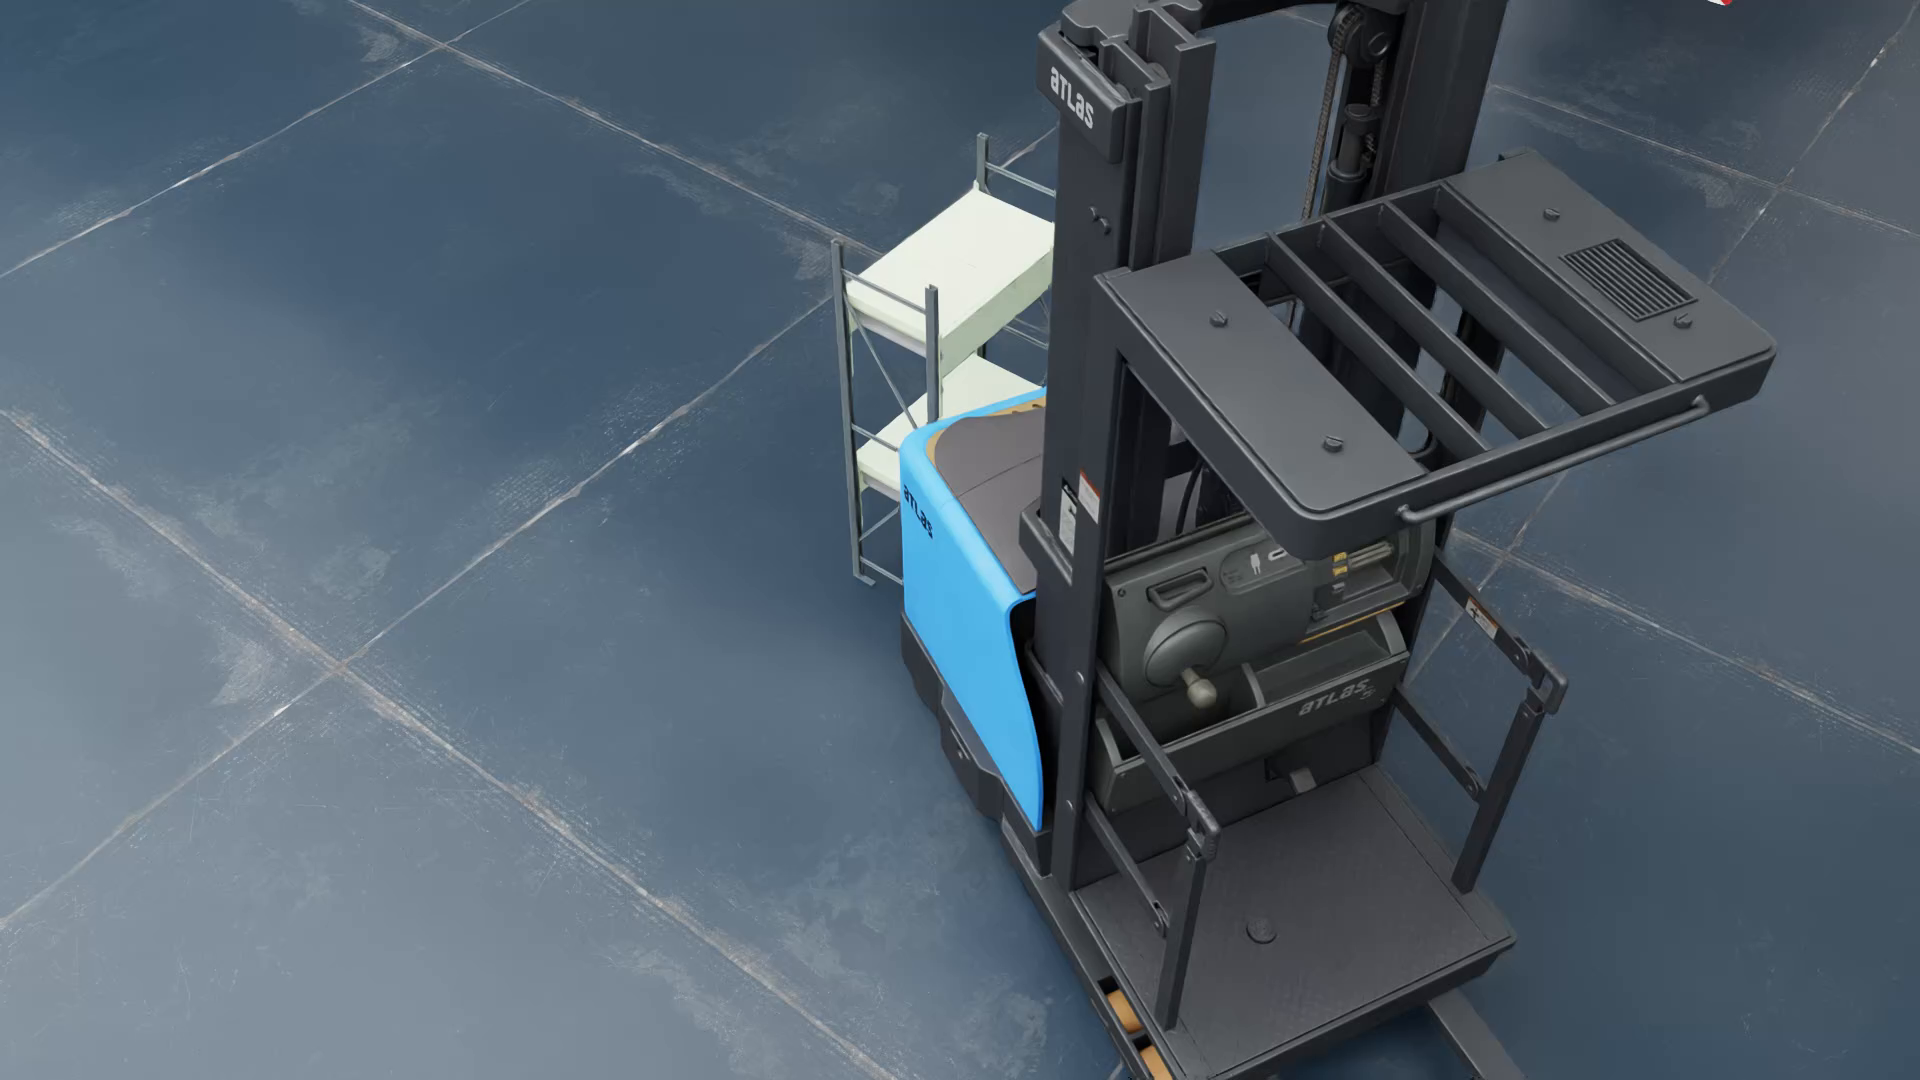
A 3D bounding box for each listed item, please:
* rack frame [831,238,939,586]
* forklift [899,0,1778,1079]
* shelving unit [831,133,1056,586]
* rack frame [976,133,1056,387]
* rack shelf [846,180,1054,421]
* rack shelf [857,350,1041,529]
[{"bbox_3d":[-0.228,-0.305,5.504,0.400,1.500,0.023,29,53,25],"label":"rack frame"},{"bbox_3d":[0.886,0.215,4.018,1.130,2.935,3.031,-19,49,-17],"label":"forklift"},{"bbox_3d":[-0.004,-0.514,5.704,0.431,1.500,0.755,29,53,25],"label":"shelving unit"},{"bbox_3d":[0.220,-0.724,5.904,0.400,1.500,0.023,29,53,25],"label":"rack frame"},{"bbox_3d":[-0.004,-0.784,5.422,0.431,0.370,0.720,29,53,25],"label":"rack shelf"},{"bbox_3d":[-0.004,-0.289,5.940,0.431,0.370,0.720,29,53,25],"label":"rack shelf"}]
